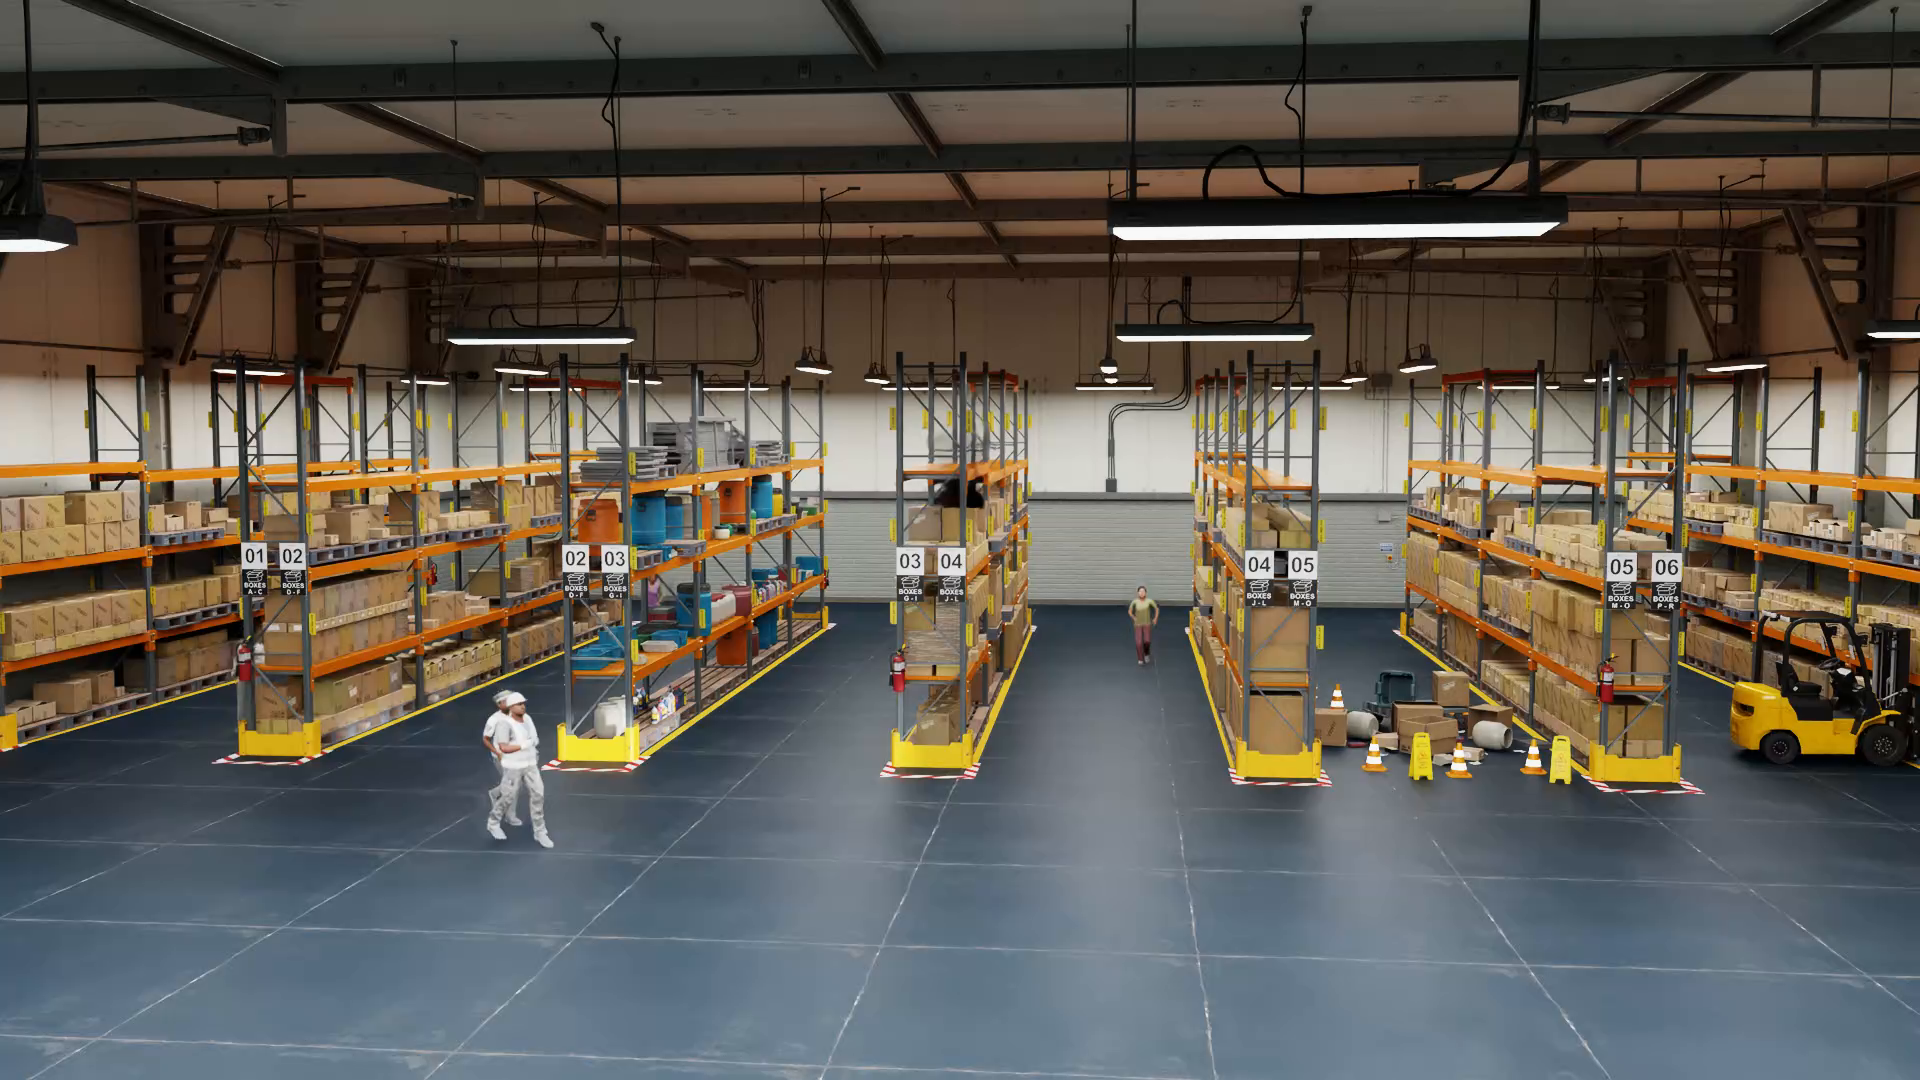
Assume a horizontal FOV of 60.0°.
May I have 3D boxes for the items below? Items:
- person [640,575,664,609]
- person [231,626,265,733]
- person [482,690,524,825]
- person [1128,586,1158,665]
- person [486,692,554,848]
[{"bbox_3d":[-7.033,1.537,37.941,0.537,1.566,0.503,0,4,-5],"label":"person"},{"bbox_3d":[-11.534,2.218,26.980,0.611,1.681,0.940,0,4,-2],"label":"person"},{"bbox_3d":[-5.702,2.701,20.819,0.611,1.683,0.576,3,5,37],"label":"person"},{"bbox_3d":[3.748,1.756,34.049,0.617,1.624,0.550,1,4,8],"label":"person"},{"bbox_3d":[-5.203,2.697,19.608,0.903,1.814,0.672,2,5,30],"label":"person"}]
